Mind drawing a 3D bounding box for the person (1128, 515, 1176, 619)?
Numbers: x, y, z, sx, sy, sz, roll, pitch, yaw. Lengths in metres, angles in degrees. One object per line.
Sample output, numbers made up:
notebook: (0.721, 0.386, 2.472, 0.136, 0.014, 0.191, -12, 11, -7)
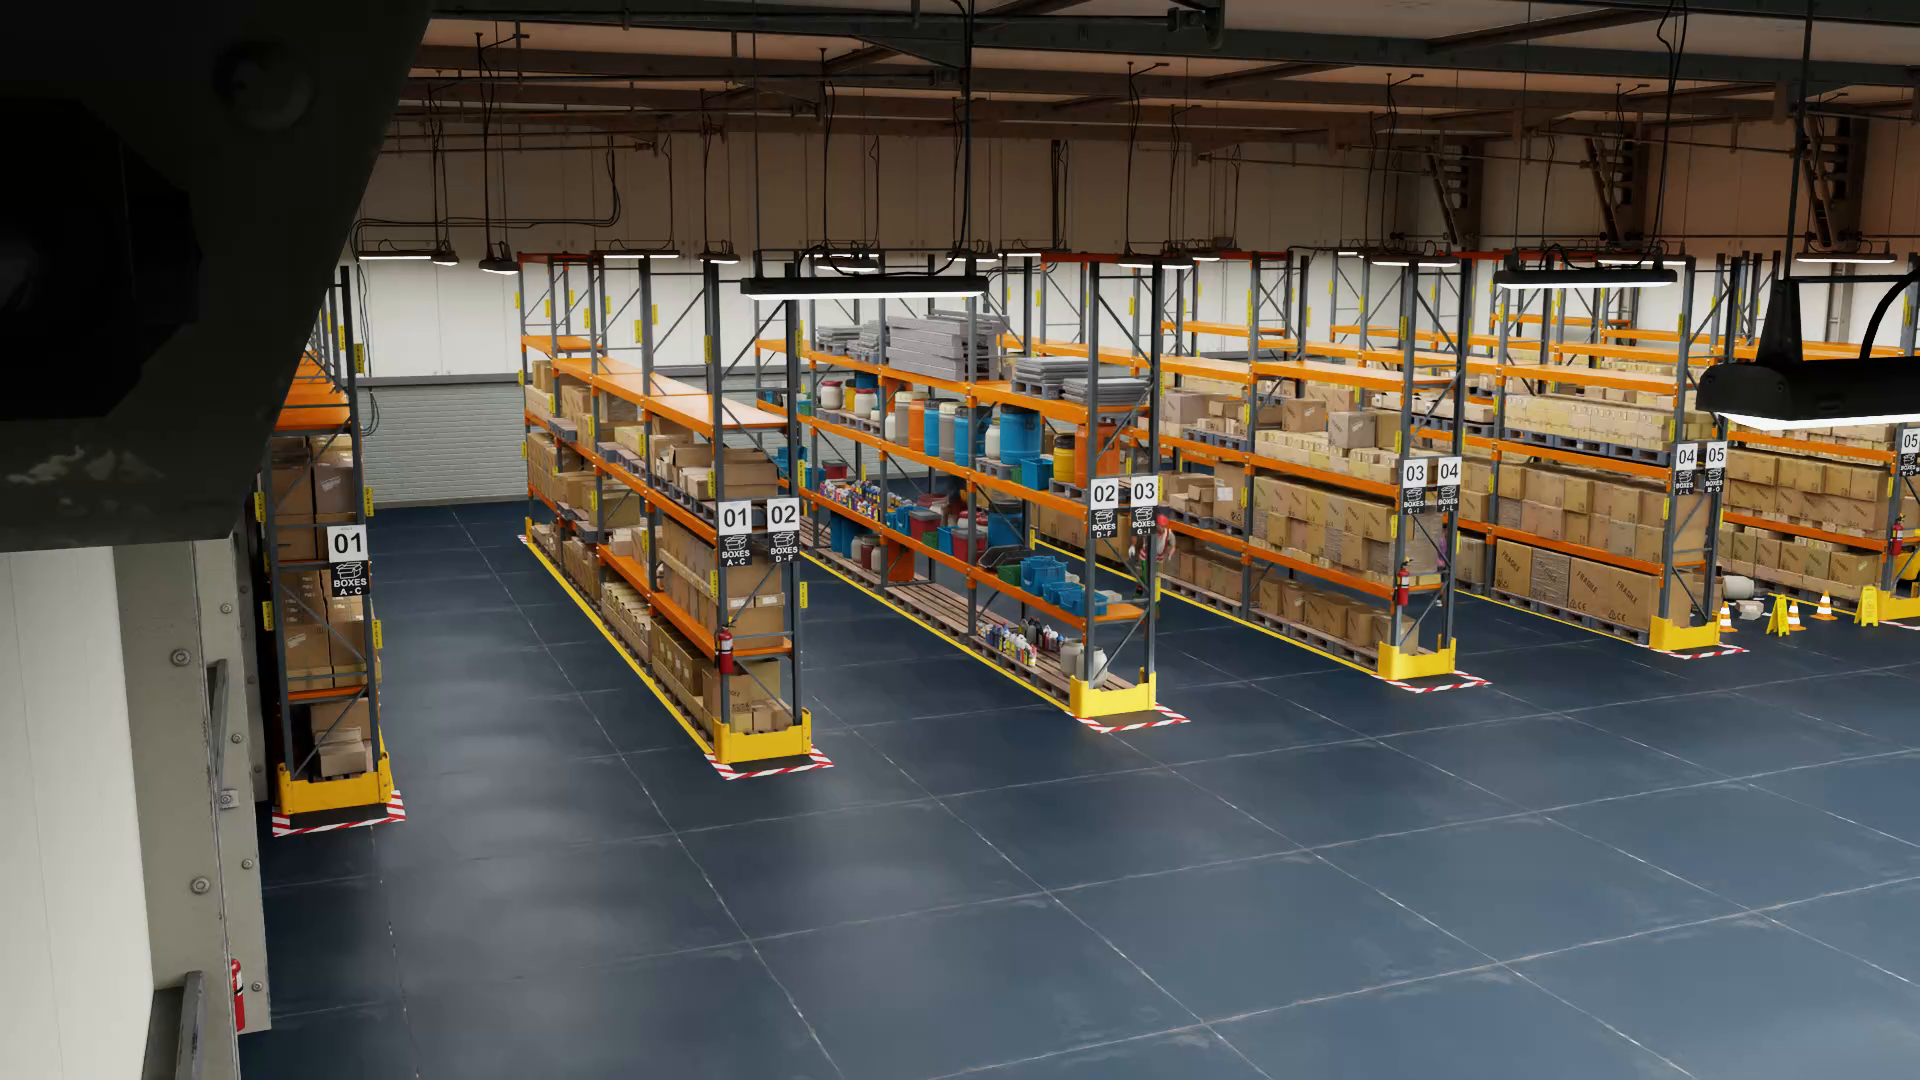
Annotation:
person: (3.093, 0.376, 26.940, 0.685, 1.684, 1.057, -3, 11, -16)

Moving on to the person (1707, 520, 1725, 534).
person: (15.235, -0.526, 33.238, 0.701, 1.698, 0.648, -6, 12, -28)

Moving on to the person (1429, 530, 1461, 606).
person: (8.355, 0.408, 28.683, 0.561, 1.358, 0.785, -2, 10, -8)
